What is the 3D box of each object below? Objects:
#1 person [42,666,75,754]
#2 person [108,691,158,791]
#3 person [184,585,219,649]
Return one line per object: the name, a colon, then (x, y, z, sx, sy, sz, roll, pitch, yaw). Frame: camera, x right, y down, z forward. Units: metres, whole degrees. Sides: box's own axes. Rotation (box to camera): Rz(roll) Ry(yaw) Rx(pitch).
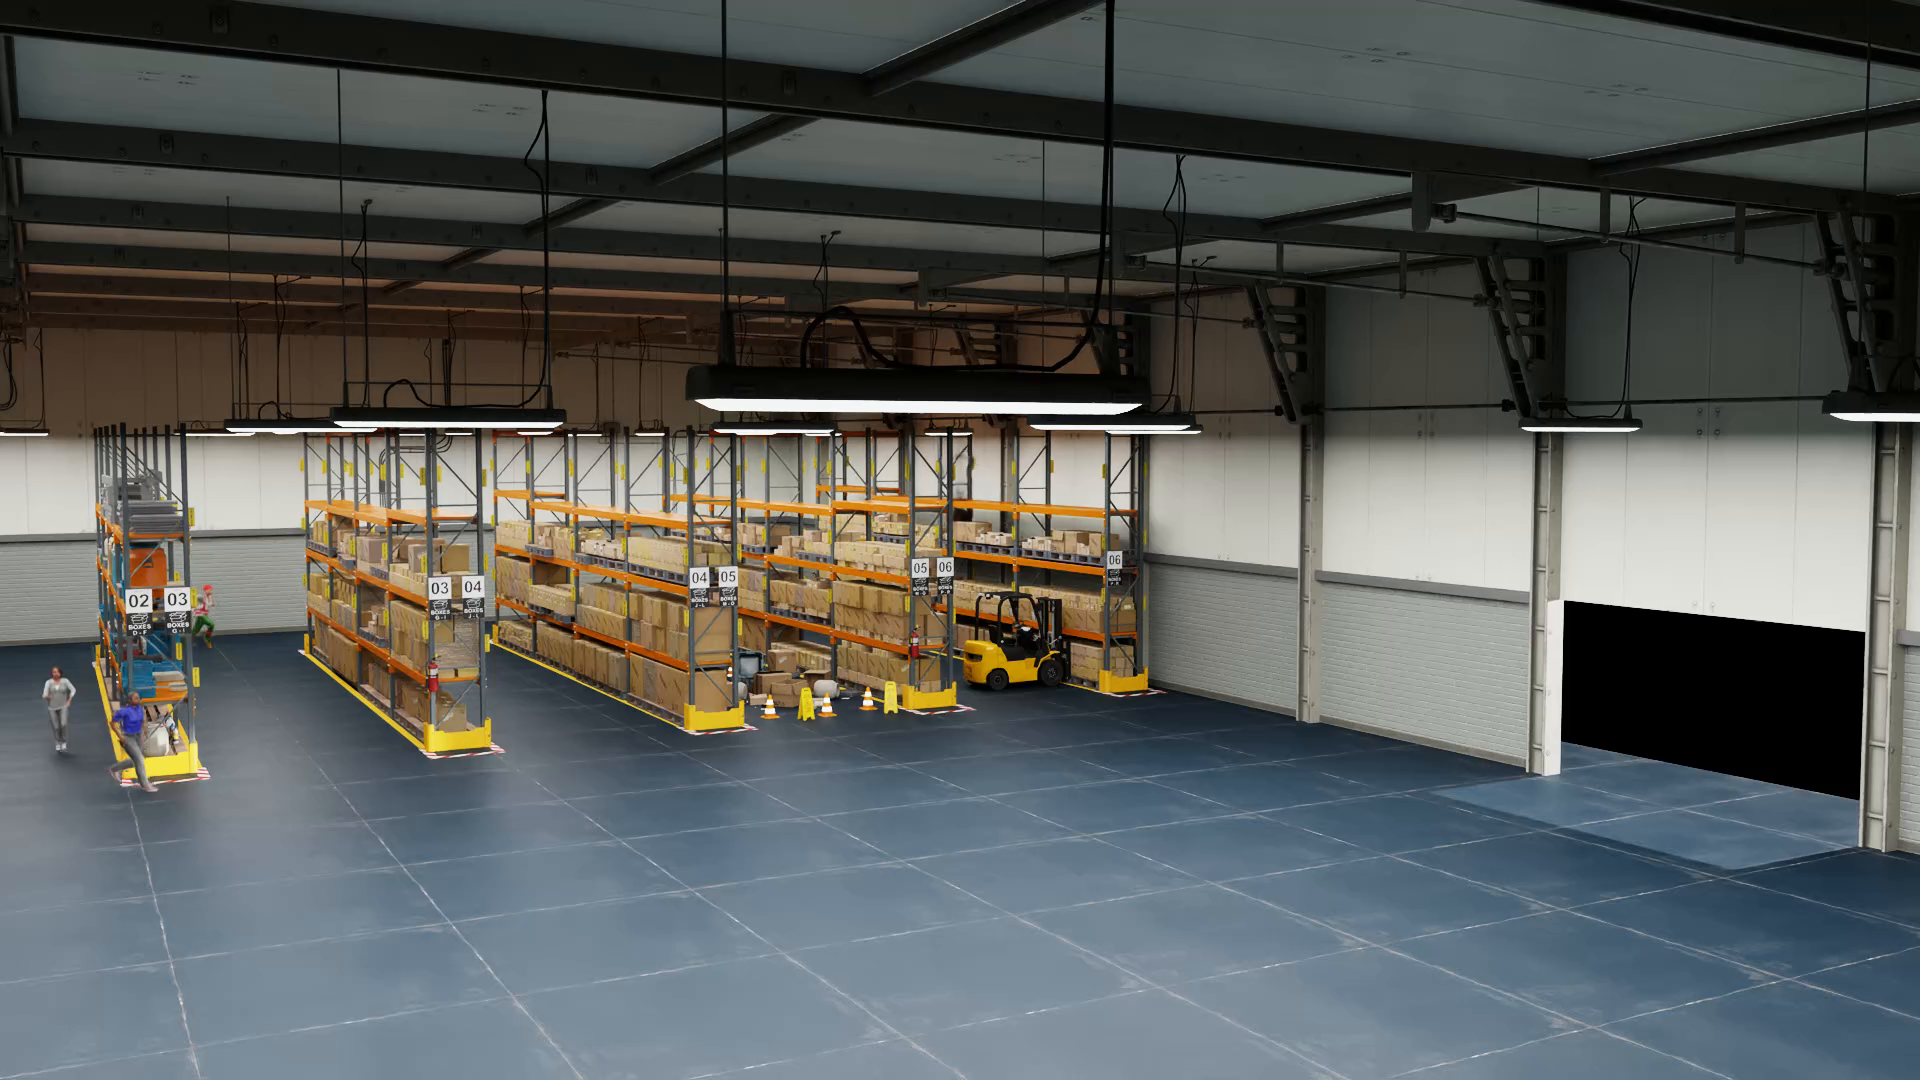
person: (-16.392, 3.095, 30.242, 0.515, 1.599, 0.620, -1, 4, -23)
person: (-13.524, 3.277, 27.081, 0.879, 1.645, 0.599, 1, 4, 13)
person: (-20.726, 2.101, 45.411, 0.956, 1.767, 0.648, 0, 3, -3)
